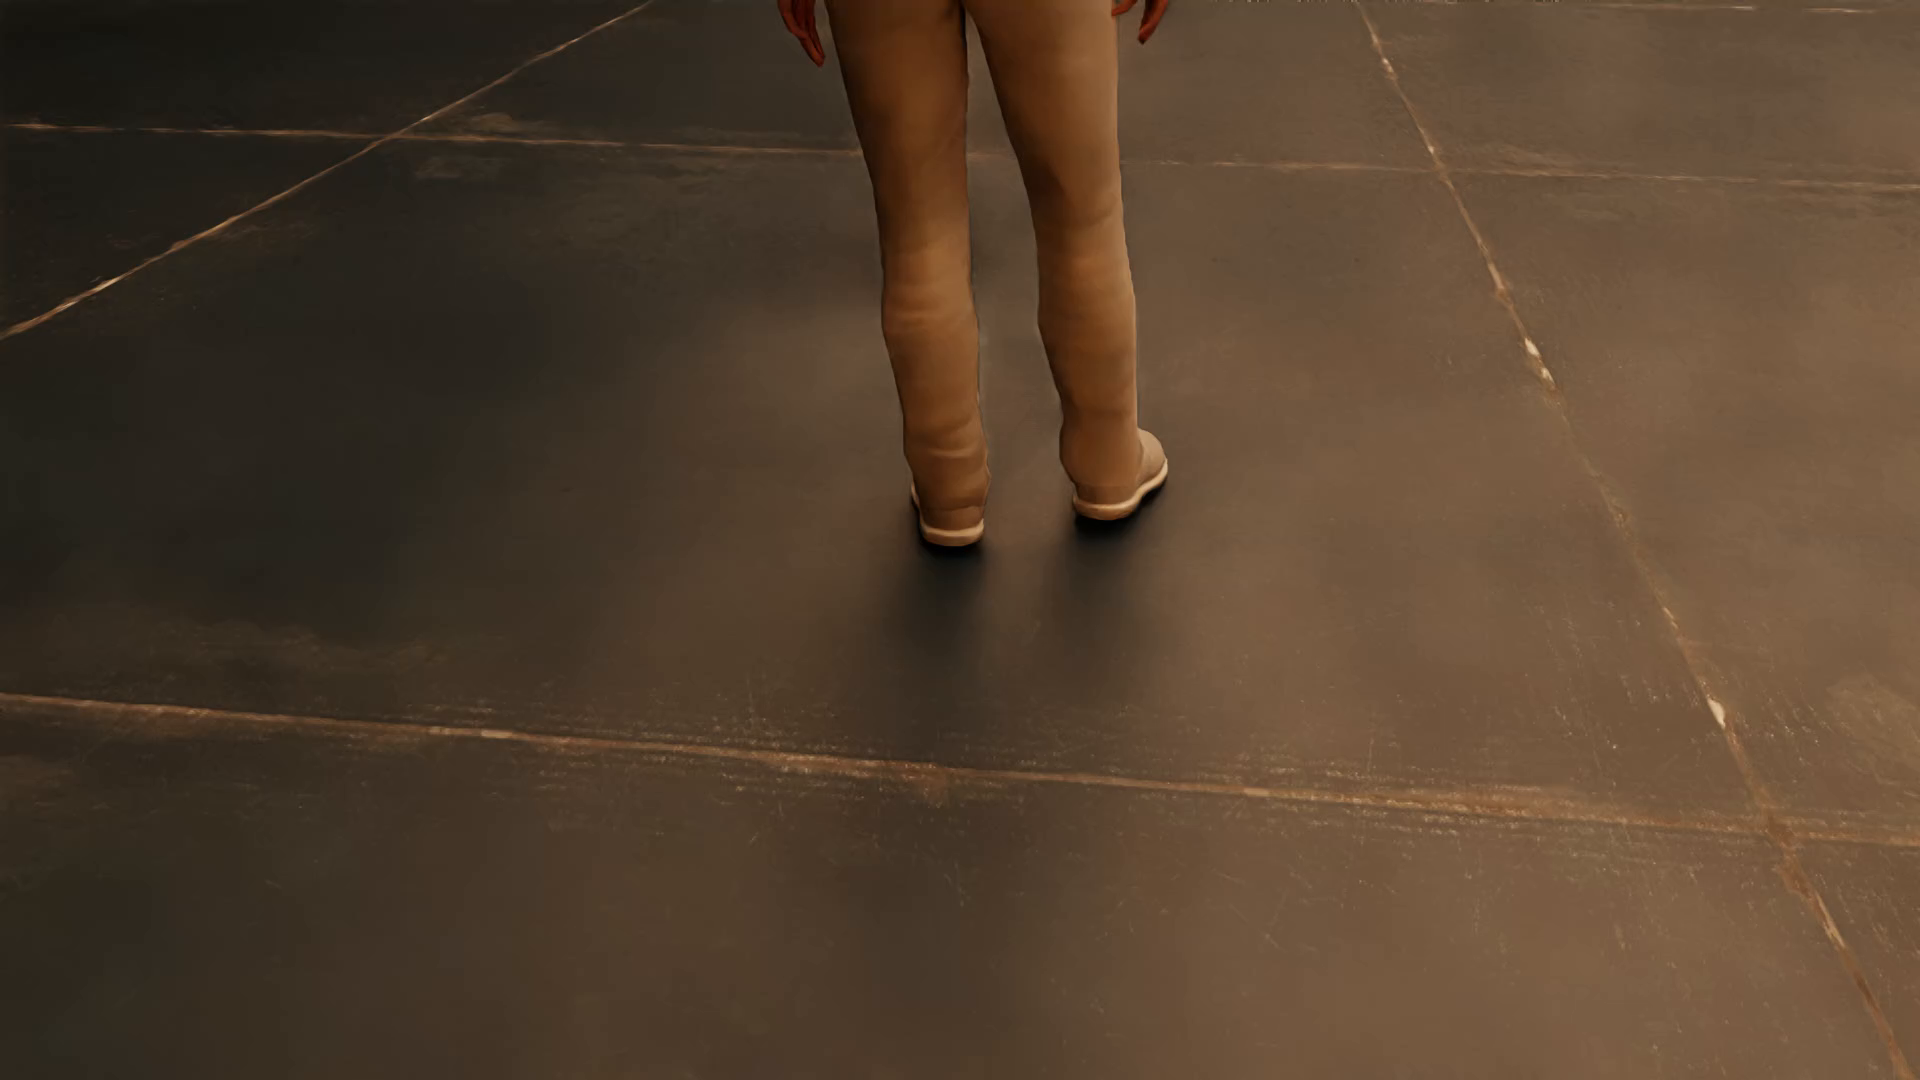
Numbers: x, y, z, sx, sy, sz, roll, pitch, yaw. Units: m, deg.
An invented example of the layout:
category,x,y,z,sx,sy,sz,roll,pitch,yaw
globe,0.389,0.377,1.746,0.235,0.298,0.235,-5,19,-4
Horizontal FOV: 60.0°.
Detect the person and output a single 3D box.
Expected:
category,x,y,z,sx,sy,sz,roll,pitch,yaw
person,0.029,-0.793,2.185,0.570,1.685,0.529,3,27,7
